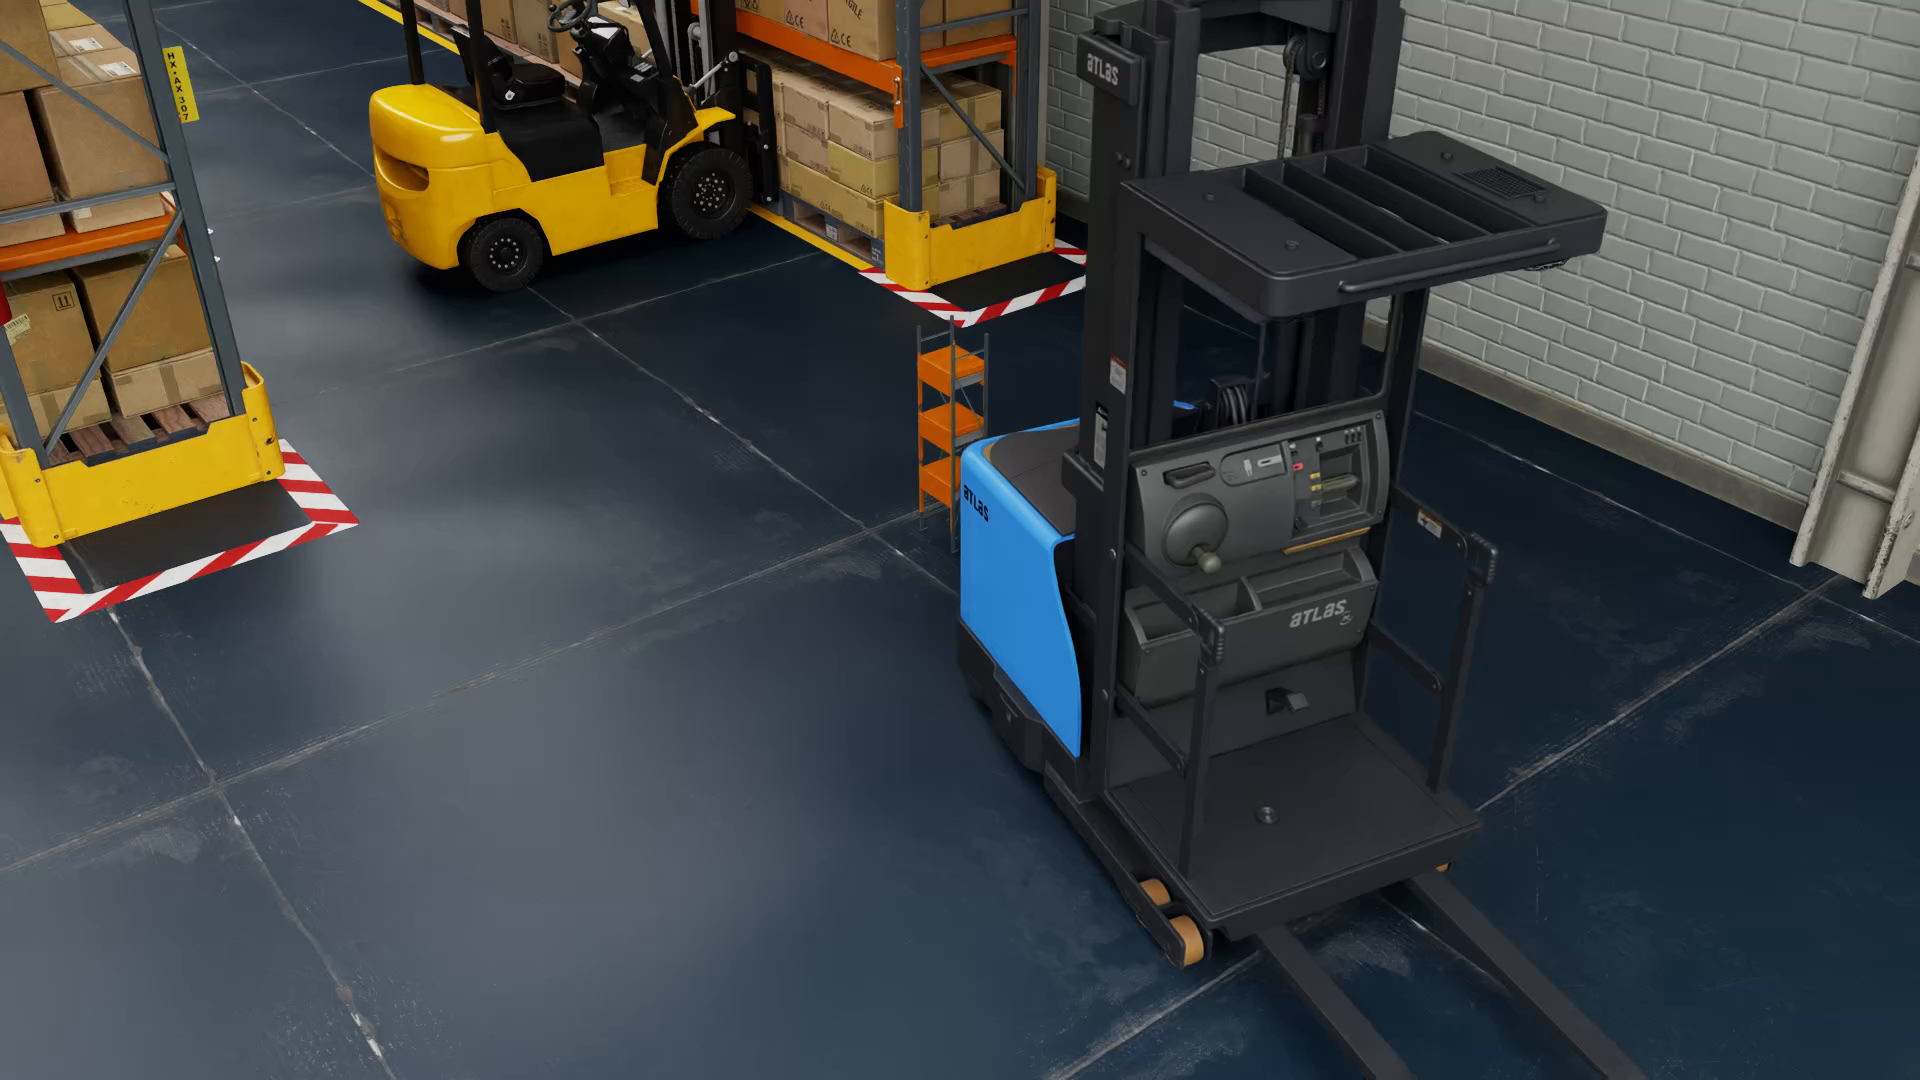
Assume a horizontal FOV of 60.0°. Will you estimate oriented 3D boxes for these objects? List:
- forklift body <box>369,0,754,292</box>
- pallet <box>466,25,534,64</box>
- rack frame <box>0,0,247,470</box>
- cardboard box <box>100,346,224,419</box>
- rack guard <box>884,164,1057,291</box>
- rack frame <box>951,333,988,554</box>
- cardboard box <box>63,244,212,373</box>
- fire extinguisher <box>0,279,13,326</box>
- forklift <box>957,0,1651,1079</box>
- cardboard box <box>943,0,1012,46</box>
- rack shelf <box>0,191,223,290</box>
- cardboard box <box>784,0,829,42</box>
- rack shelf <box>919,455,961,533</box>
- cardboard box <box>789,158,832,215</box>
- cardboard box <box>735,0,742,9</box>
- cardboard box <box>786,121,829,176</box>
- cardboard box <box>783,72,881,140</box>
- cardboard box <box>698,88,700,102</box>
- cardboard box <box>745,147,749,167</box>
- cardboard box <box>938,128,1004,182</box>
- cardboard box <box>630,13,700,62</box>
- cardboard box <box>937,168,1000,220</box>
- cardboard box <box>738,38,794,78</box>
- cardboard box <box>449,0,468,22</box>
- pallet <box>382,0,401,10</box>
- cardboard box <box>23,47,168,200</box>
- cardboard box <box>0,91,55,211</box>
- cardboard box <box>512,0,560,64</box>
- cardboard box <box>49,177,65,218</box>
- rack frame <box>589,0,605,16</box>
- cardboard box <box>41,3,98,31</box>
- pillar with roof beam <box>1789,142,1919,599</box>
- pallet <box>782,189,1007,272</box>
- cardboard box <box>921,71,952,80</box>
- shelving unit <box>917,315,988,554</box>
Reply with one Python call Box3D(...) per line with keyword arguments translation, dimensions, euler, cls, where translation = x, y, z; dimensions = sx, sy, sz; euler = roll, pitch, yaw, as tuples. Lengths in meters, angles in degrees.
Box3D(translation=(-2.545, -2.901, 10.382), dimensions=(2.313, 2.155, 1.214), euler=(-22, 38, -31), cls="forklift body")
Box3D(translation=(-3.629, -4.347, 14.549), dimensions=(1.003, 0.211, 1.213), euler=(-22, 38, -31), cls="pallet")
Box3D(translation=(-3.859, -1.454, 7.247), dimensions=(1.000, 3.000, 0.127), euler=(-22, 38, -31), cls="rack frame")
Box3D(translation=(-4.136, -0.890, 8.547), dimensions=(0.500, 0.250, 0.500), euler=(-23, 38, -32), cls="cardboard box")
Box3D(translation=(0.074, -1.989, 10.479), dimensions=(1.175, 0.500, 0.348), euler=(-22, 38, -31), cls="rack guard")
Box3D(translation=(0.042, -0.417, 7.427), dimensions=(0.200, 1.050, 0.008), euler=(-22, 38, -31), cls="rack frame")
Box3D(translation=(-4.151, -1.218, 8.365), dimensions=(0.500, 0.500, 0.500), euler=(-24, 39, -33), cls="cardboard box")
Box3D(translation=(-4.153, -1.224, 6.951), dimensions=(0.296, 0.674, 0.183), euler=(-22, 38, -31), cls="fire extinguisher")
Box3D(translation=(1.066, -0.102, 5.137), dimensions=(1.130, 2.935, 3.031), euler=(-14, 34, -21), cls="forklift")
Box3D(translation=(-0.025, -3.400, 10.286), dimensions=(0.500, 0.500, 0.500), euler=(-21, 37, -30), cls="cardboard box")
Box3D(translation=(-5.086, -1.982, 8.779), dimensions=(1.077, 0.370, 4.000), euler=(-22, 38, -31), cls="rack shelf")
Box3D(translation=(-0.761, -3.443, 10.356), dimensions=(0.500, 0.500, 0.500), euler=(-21, 38, -30), cls="cardboard box")
Box3D(translation=(-0.033, -0.223, 7.661), dimensions=(0.215, 0.259, 0.240), euler=(-22, 38, -31), cls="rack shelf")
Box3D(translation=(-0.776, -2.375, 10.940), dimensions=(0.500, 0.250, 0.500), euler=(-22, 38, -31), cls="cardboard box")
Box3D(translation=(-1.392, -3.862, 11.031), dimensions=(0.500, 0.500, 0.500), euler=(-22, 38, -31), cls="cardboard box")
Box3D(translation=(-0.785, -2.598, 10.824), dimensions=(0.500, 0.250, 0.500), euler=(-23, 38, -32), cls="cardboard box")
Box3D(translation=(-0.787, -2.798, 10.673), dimensions=(0.500, 0.250, 0.500), euler=(-22, 38, -31), cls="cardboard box")
Box3D(translation=(-1.731, -3.227, 11.837), dimensions=(0.500, 0.250, 0.500), euler=(-23, 38, -32), cls="cardboard box")
Box3D(translation=(-1.412, -2.796, 11.617), dimensions=(0.500, 0.250, 0.500), euler=(-21, 38, -30), cls="cardboard box")
Box3D(translation=(-0.065, -2.547, 10.742), dimensions=(0.500, 0.250, 0.500), euler=(-21, 38, -31), cls="cardboard box")
Box3D(translation=(-2.039, -3.644, 12.034), dimensions=(0.500, 0.250, 0.500), euler=(-22, 38, -31), cls="cardboard box")
Box3D(translation=(-0.088, -2.339, 10.882), dimensions=(0.500, 0.250, 0.500), euler=(-22, 38, -31), cls="cardboard box")
Box3D(translation=(-1.409, -3.219, 11.350), dimensions=(0.500, 0.250, 0.500), euler=(-23, 39, -32), cls="cardboard box")
Box3D(translation=(-4.068, -5.031, 14.860), dimensions=(0.875, 0.625, 0.625), euler=(-21, 37, -30), cls="cardboard box")
Box3D(translation=(-5.274, -5.534, 16.460), dimensions=(1.003, 0.211, 1.213), euler=(-22, 38, -31), cls="pallet")
Box3D(translation=(-3.931, -1.910, 7.605), dimensions=(0.500, 0.500, 0.500), euler=(-23, 39, -32), cls="cardboard box")
Box3D(translation=(-4.410, -1.760, 7.363), dimensions=(0.500, 0.500, 0.500), euler=(-23, 39, -32), cls="cardboard box")
Box3D(translation=(-3.192, -4.438, 13.904), dimensions=(0.875, 0.625, 0.625), euler=(-23, 38, -32), cls="cardboard box")
Box3D(translation=(-4.070, -1.656, 7.811), dimensions=(0.380, 0.149, 0.250), euler=(-22, 38, -31), cls="cardboard box")
Box3D(translation=(-2.394, -4.728, 12.520), dimensions=(1.000, 3.000, 0.127), euler=(-22, 38, -31), cls="rack frame")
Box3D(translation=(-4.564, -2.336, 8.292), dimensions=(0.500, 0.500, 0.500), euler=(-23, 39, -32), cls="cardboard box")
Box3D(translation=(0.623, -2.298, 2.921), dimensions=(9.100, 9.000, 0.400), euler=(-22, 38, -31), cls="pillar with roof beam")
Box3D(translation=(-0.443, -2.182, 11.063), dimensions=(1.003, 0.211, 1.213), euler=(-22, 38, -31), cls="pallet")
Box3D(translation=(-0.395, -2.965, 10.941), dimensions=(0.500, 0.250, 0.500), euler=(-22, 38, -31), cls="cardboard box")
Box3D(translation=(-0.033, -0.468, 7.509), dimensions=(0.215, 1.050, 0.252), euler=(-22, 38, -31), cls="shelving unit")
